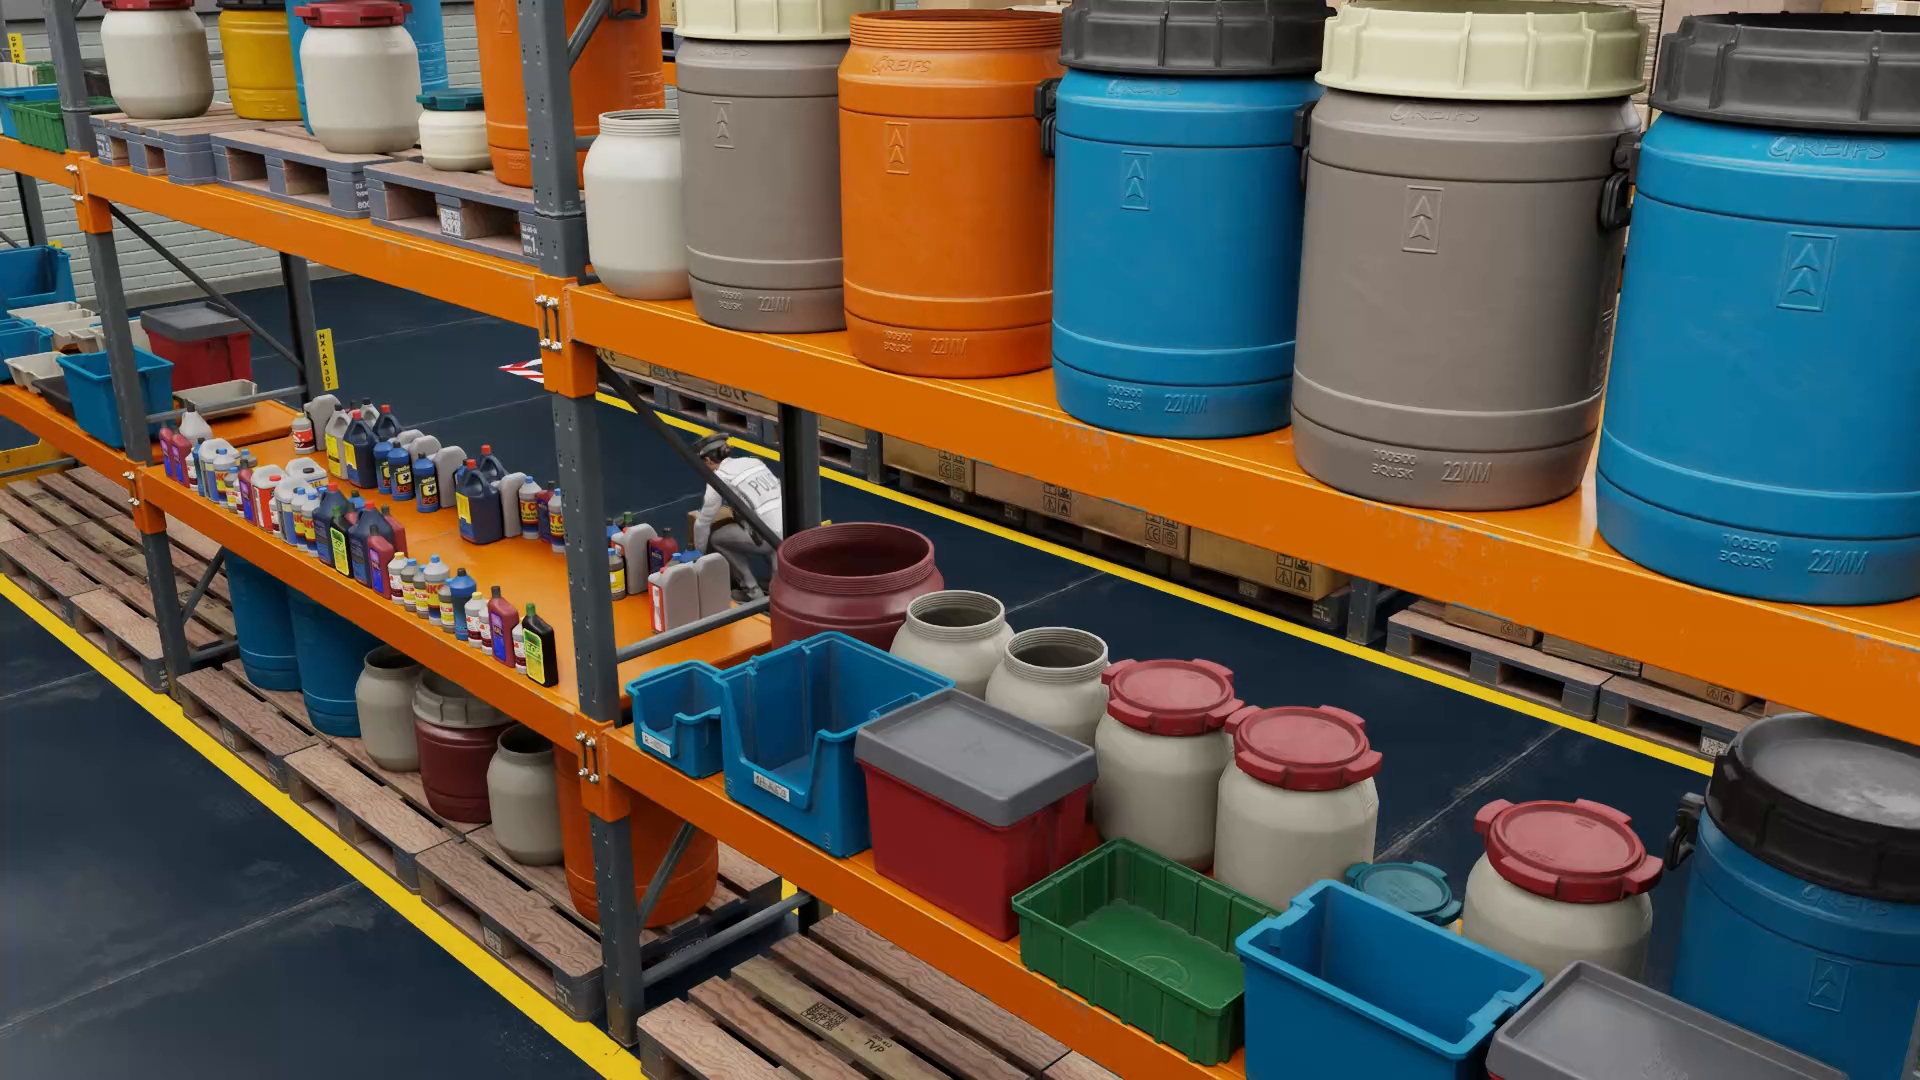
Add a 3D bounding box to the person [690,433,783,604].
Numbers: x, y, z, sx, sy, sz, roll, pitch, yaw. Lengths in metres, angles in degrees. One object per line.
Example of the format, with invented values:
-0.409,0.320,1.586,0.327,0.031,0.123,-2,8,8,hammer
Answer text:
-1.260,-0.118,9.847,0.816,0.995,0.490,19,28,41,person
